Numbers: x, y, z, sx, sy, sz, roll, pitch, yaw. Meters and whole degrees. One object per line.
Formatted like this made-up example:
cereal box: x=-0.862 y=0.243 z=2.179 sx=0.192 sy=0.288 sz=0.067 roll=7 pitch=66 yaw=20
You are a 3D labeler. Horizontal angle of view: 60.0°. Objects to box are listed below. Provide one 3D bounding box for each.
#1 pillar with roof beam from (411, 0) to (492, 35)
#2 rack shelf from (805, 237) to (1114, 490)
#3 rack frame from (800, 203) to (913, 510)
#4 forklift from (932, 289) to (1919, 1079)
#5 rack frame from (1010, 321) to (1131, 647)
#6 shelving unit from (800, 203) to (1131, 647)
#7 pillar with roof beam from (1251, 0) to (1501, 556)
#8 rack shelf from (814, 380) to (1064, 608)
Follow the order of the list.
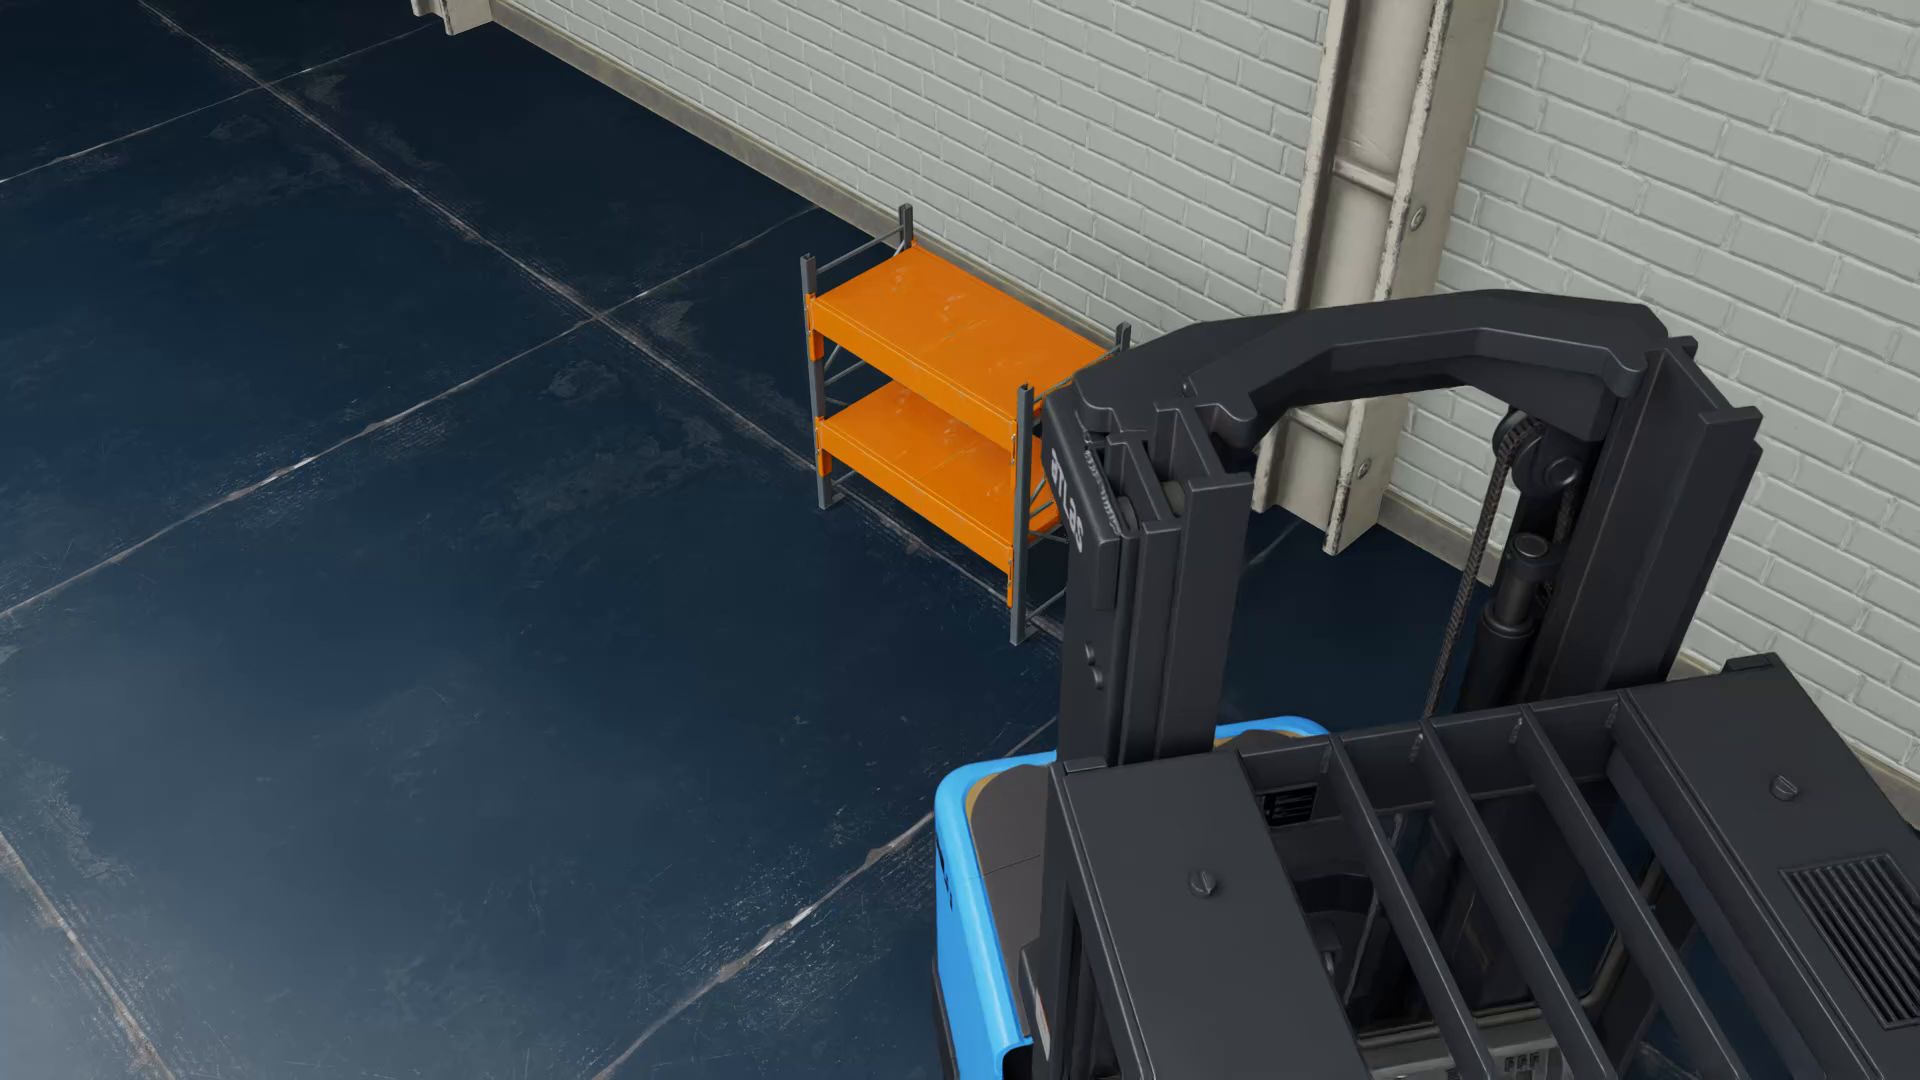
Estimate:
pillar with roof beam: x=-5.926 y=-4.231 z=4.198 sx=9.100 sy=9.000 sz=0.400 roll=-34 pitch=53 yaw=-31
rack shelf: x=0.005 y=-0.625 z=5.666 sx=0.538 sy=0.278 sz=1.000 roll=-34 pitch=53 yaw=-31
rack frame: x=-0.354 y=-0.654 z=6.129 sx=0.500 sy=1.125 sz=0.032 roll=-34 pitch=53 yaw=-31
forklift: x=0.710 y=1.190 z=2.803 sx=1.130 sy=2.935 sz=3.031 roll=-8 pitch=43 yaw=-8
rack frame: x=0.364 y=-0.166 z=5.600 sx=0.500 sy=1.125 sz=0.032 roll=-34 pitch=53 yaw=-31
shelving unit: x=0.005 y=-0.410 z=5.865 sx=0.538 sy=1.125 sz=1.048 roll=-34 pitch=53 yaw=-31
pillar with roof beam: x=-1.689 y=-1.348 z=1.078 sx=9.100 sy=9.000 sz=0.400 roll=-34 pitch=53 yaw=-31
rack shelf: x=0.005 y=-0.230 z=6.031 sx=0.538 sy=0.278 sz=1.000 roll=-34 pitch=53 yaw=-31
